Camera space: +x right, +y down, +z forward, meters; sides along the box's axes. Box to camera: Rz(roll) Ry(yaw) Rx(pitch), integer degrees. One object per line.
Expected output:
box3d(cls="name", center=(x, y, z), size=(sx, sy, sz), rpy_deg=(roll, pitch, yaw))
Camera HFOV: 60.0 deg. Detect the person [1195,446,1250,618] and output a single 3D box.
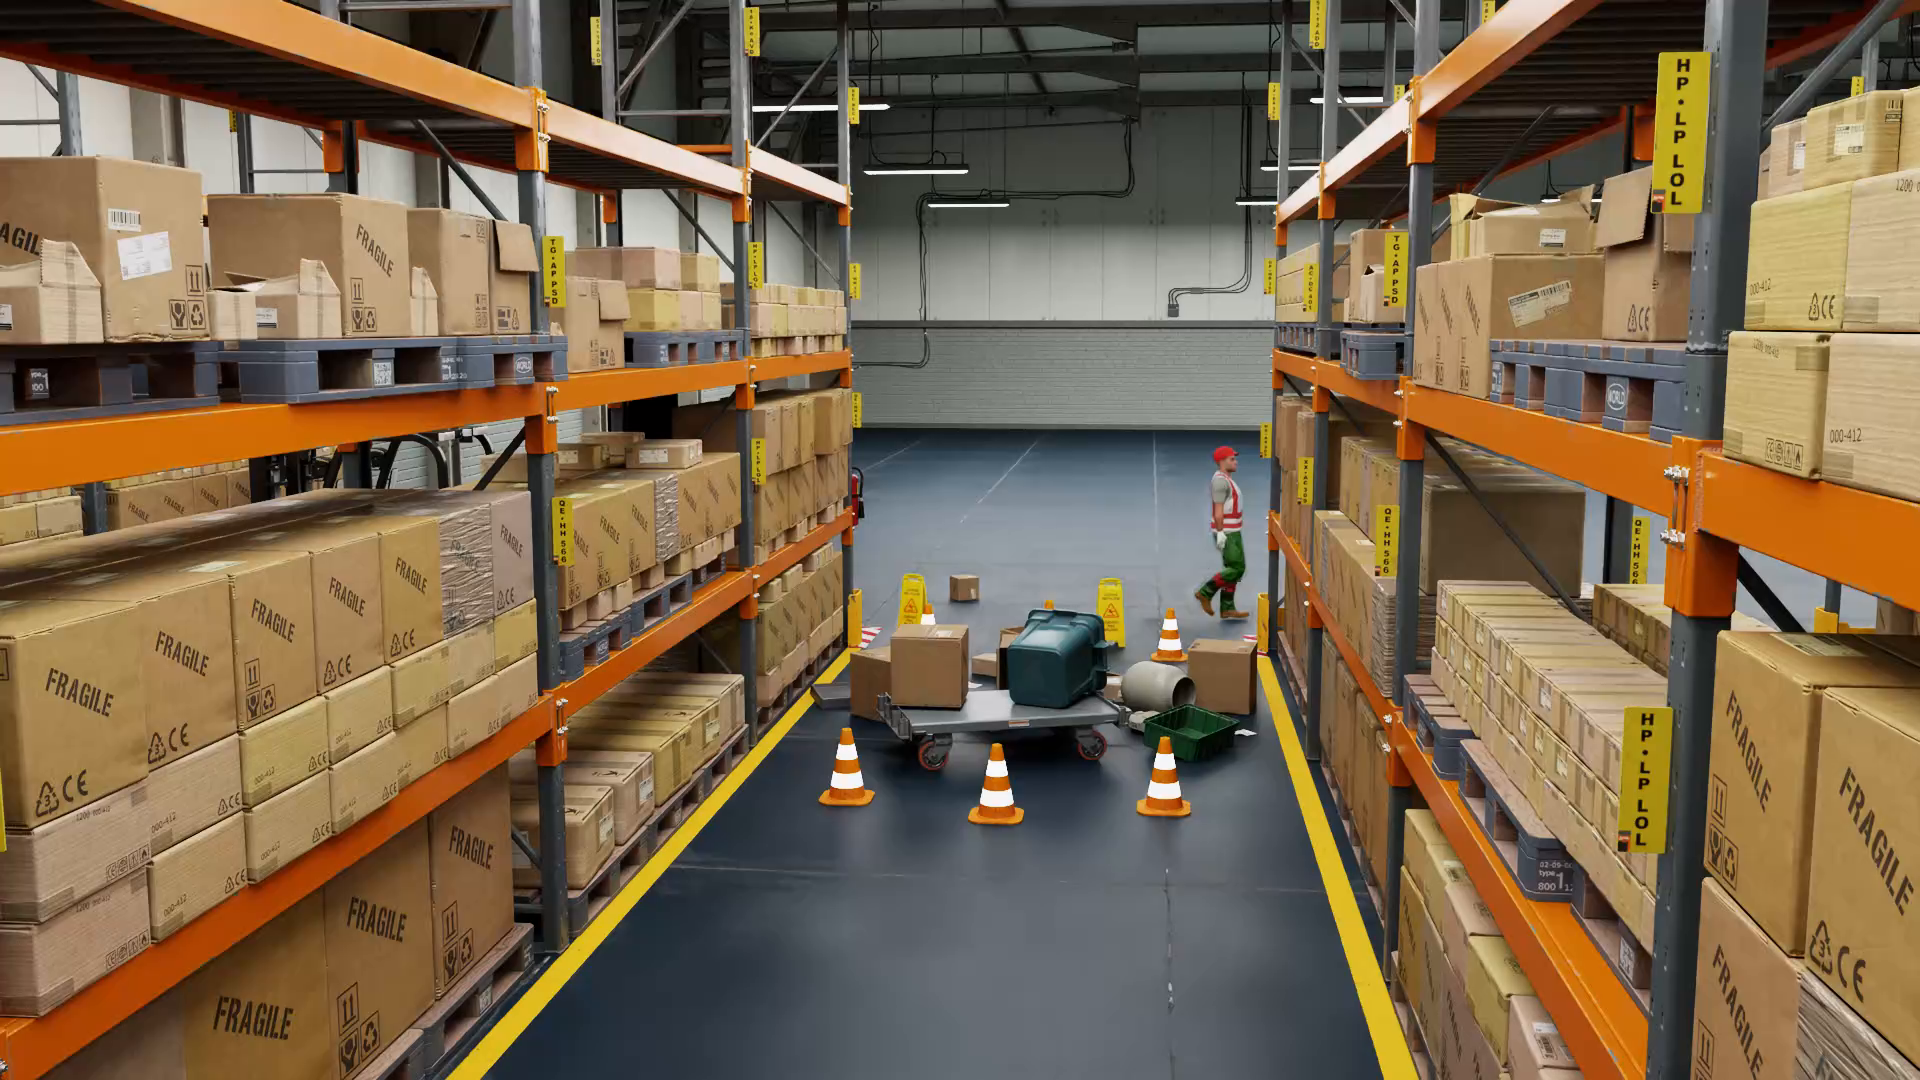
box3d(cls="person", center=(2.715, -0.077, 17.100), size=(0.550, 1.782, 0.542), rpy_deg=(2, 8, 16))
